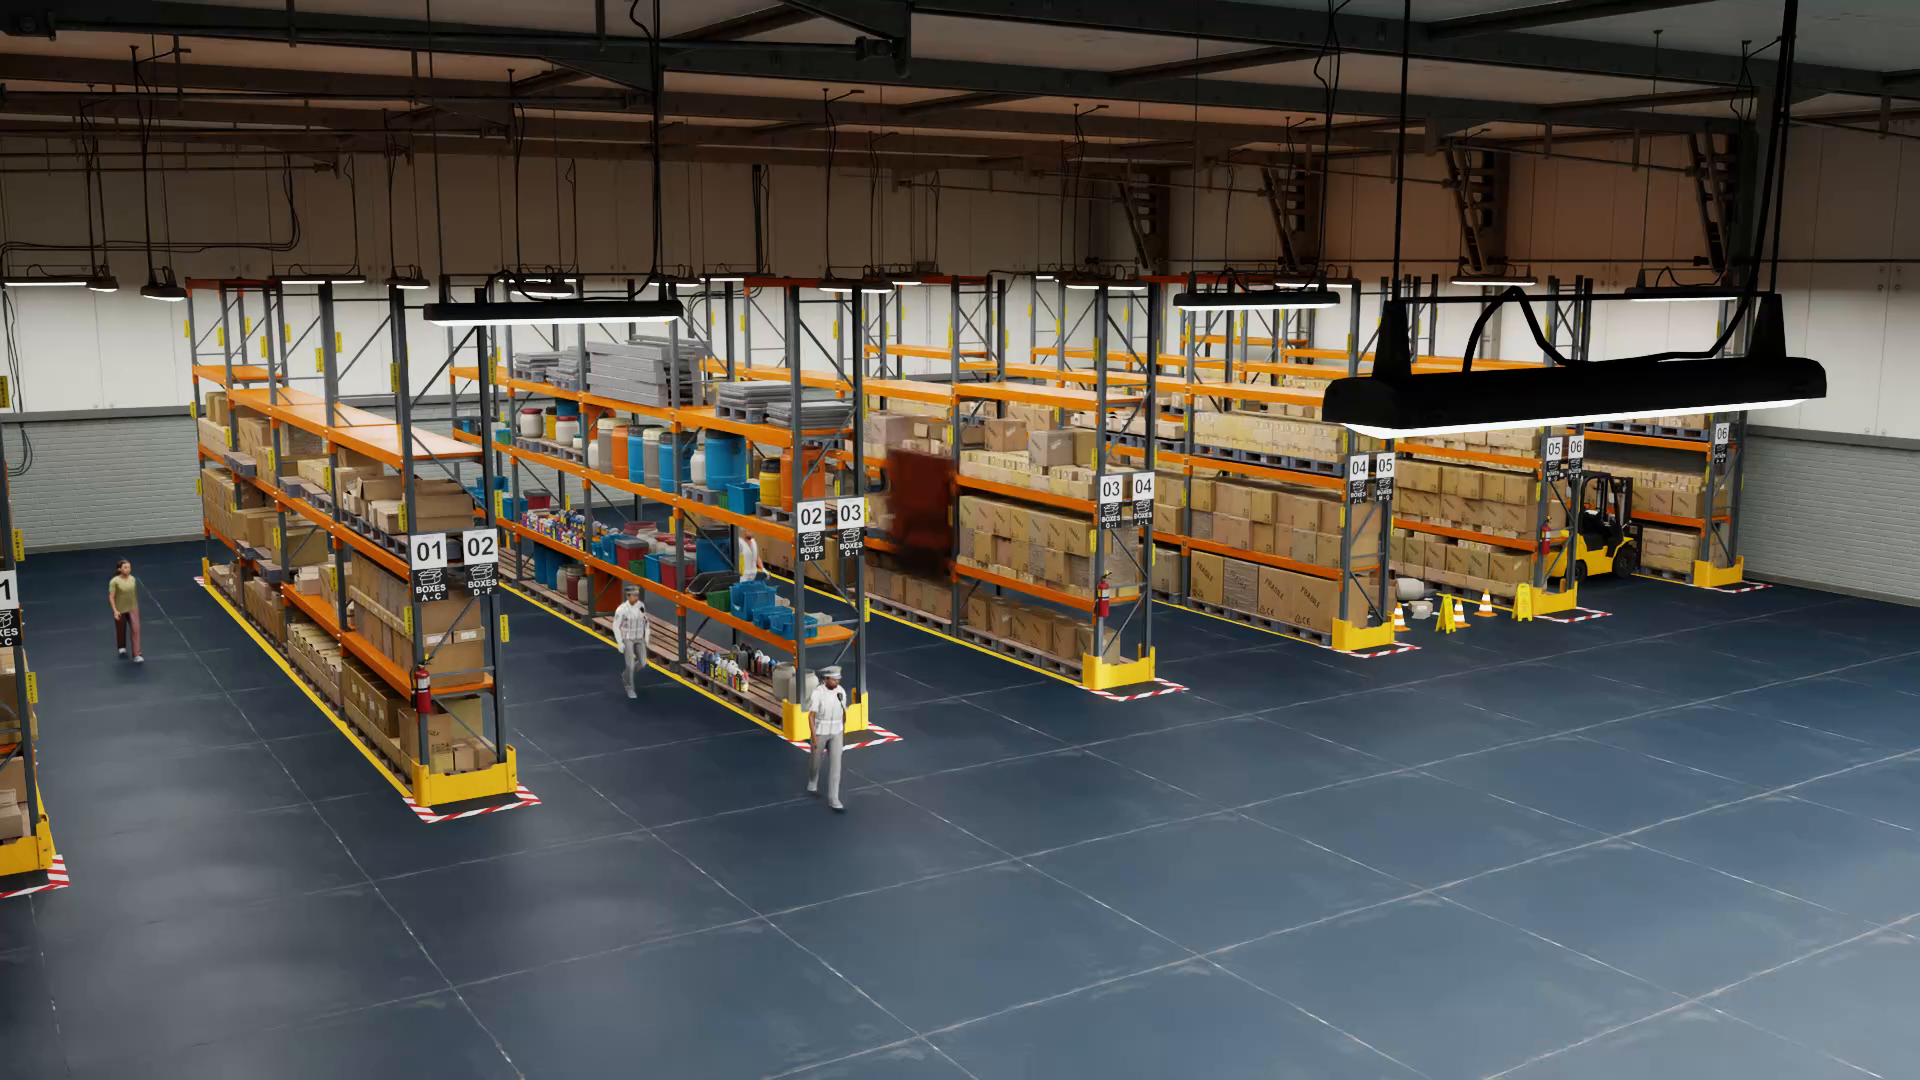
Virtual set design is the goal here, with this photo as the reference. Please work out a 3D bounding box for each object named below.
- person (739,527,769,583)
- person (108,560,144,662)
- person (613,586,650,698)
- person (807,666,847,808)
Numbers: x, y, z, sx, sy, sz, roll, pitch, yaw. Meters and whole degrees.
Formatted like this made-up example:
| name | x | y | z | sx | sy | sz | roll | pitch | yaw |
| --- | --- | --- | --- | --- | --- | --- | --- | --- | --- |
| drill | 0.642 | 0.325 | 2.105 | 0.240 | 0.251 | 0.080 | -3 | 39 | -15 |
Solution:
| name | x | y | z | sx | sy | sz | roll | pitch | yaw |
| --- | --- | --- | --- | --- | --- | --- | --- | --- | --- |
| person | -3.464 | 0.574 | 27.415 | 0.940 | 1.756 | 0.626 | 9 | 13 | 44 |
| person | -13.312 | 1.112 | 26.482 | 0.422 | 1.611 | 1.082 | -7 | 12 | -35 |
| person | -4.856 | 1.465 | 24.437 | 0.583 | 1.647 | 0.549 | -8 | 13 | -40 |
| person | -1.545 | 2.279 | 19.568 | 0.529 | 1.621 | 0.937 | -5 | 11 | -25 |
